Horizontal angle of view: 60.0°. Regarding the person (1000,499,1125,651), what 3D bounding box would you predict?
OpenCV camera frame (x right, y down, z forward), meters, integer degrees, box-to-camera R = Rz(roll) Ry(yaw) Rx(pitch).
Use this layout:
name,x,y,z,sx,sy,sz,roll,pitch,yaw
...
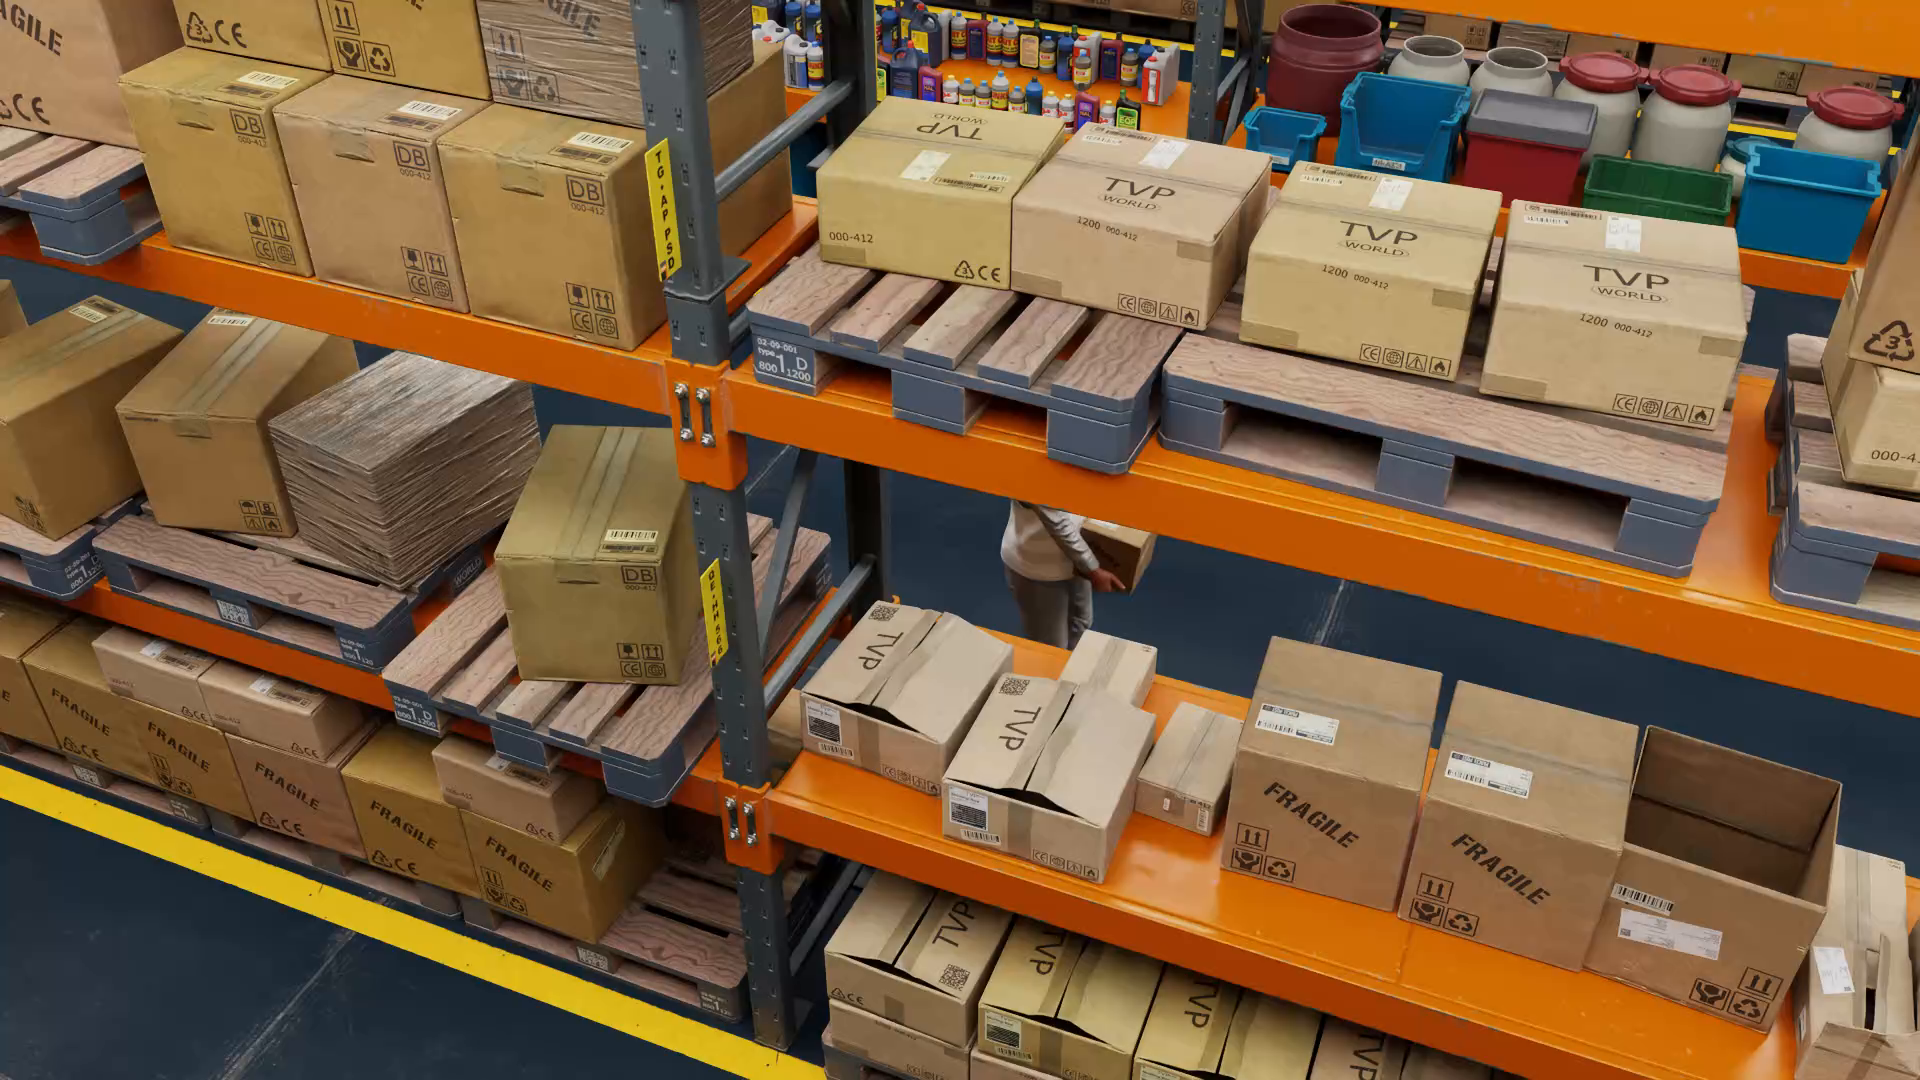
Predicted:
name,x,y,z,sx,sy,sz,roll,pitch,yaw
person,0.452,0.067,6.718,0.553,1.762,0.494,15,40,19
